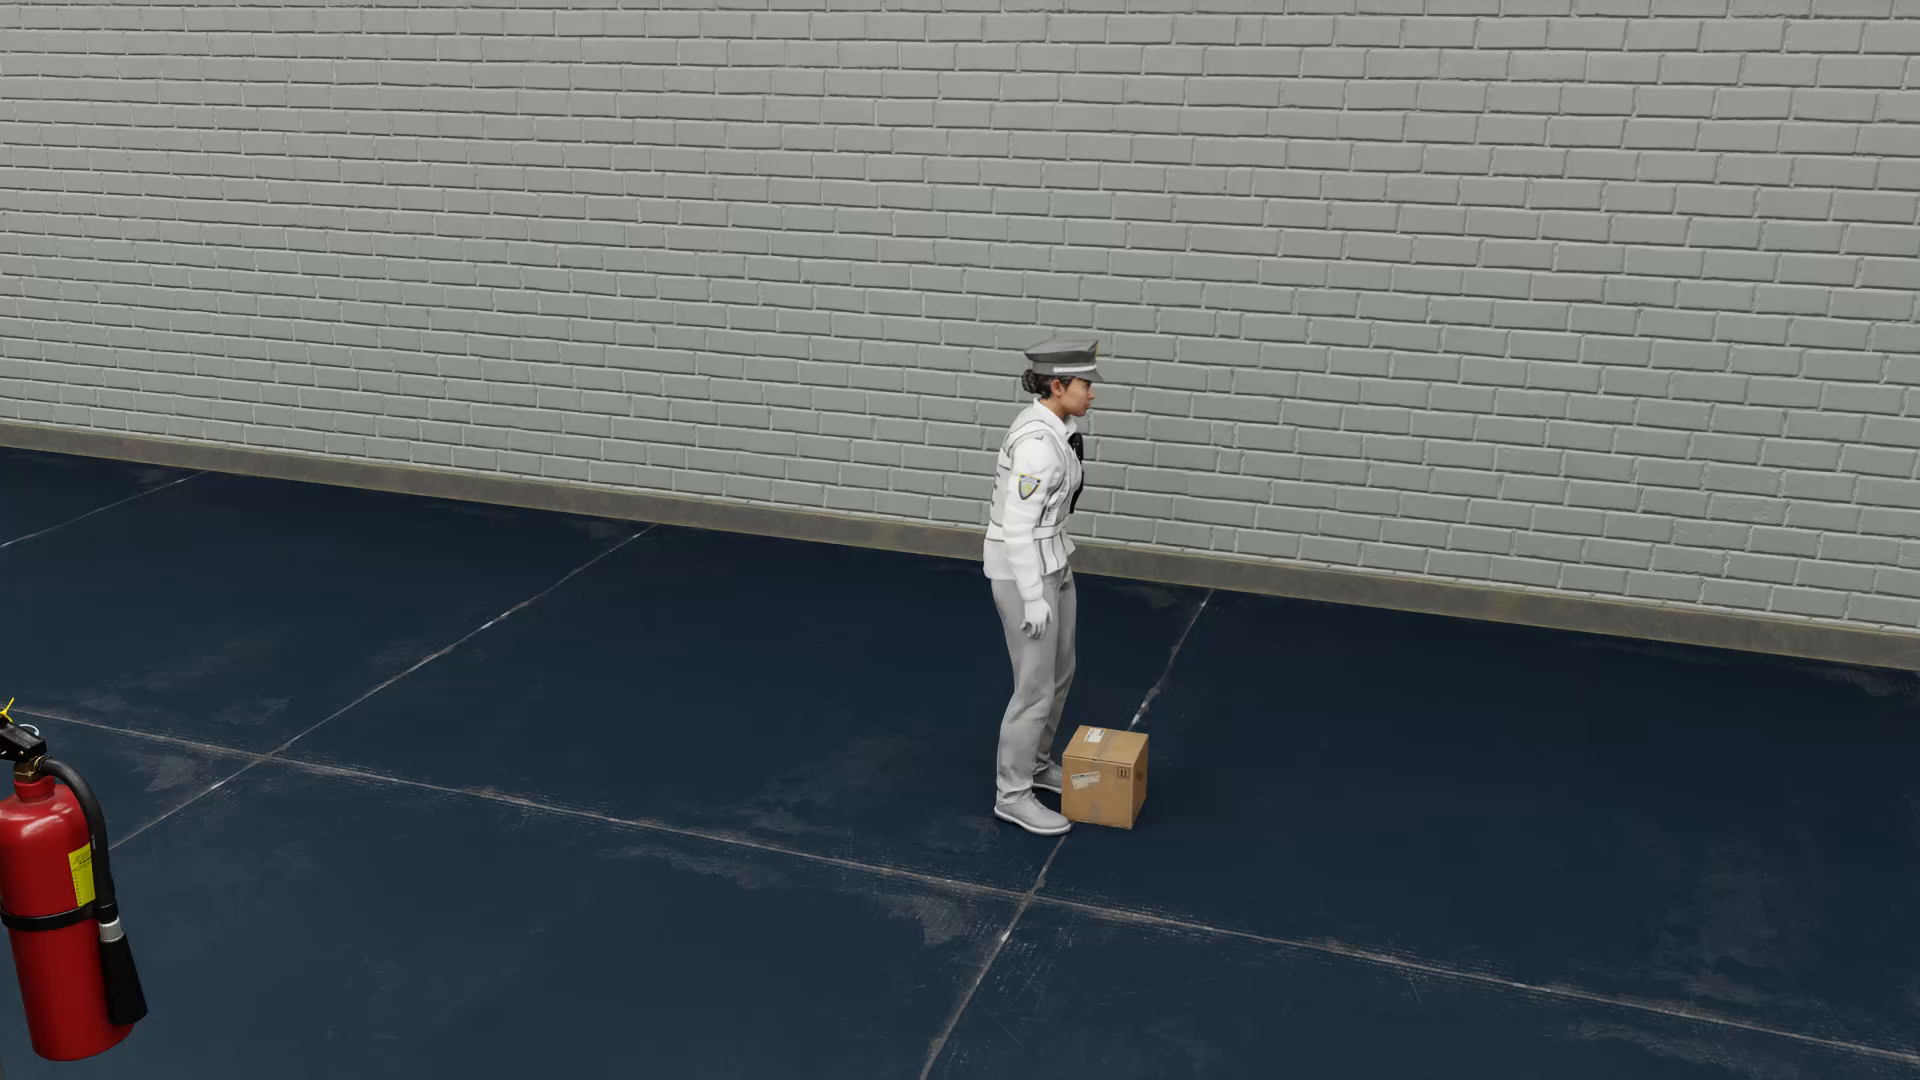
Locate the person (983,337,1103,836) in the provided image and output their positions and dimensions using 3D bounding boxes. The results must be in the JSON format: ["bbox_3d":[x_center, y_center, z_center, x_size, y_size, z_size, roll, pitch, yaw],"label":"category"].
[{"bbox_3d":[0.278,0.134,5.665,0.376,1.662,0.543,5,19,15],"label":"person"}]
